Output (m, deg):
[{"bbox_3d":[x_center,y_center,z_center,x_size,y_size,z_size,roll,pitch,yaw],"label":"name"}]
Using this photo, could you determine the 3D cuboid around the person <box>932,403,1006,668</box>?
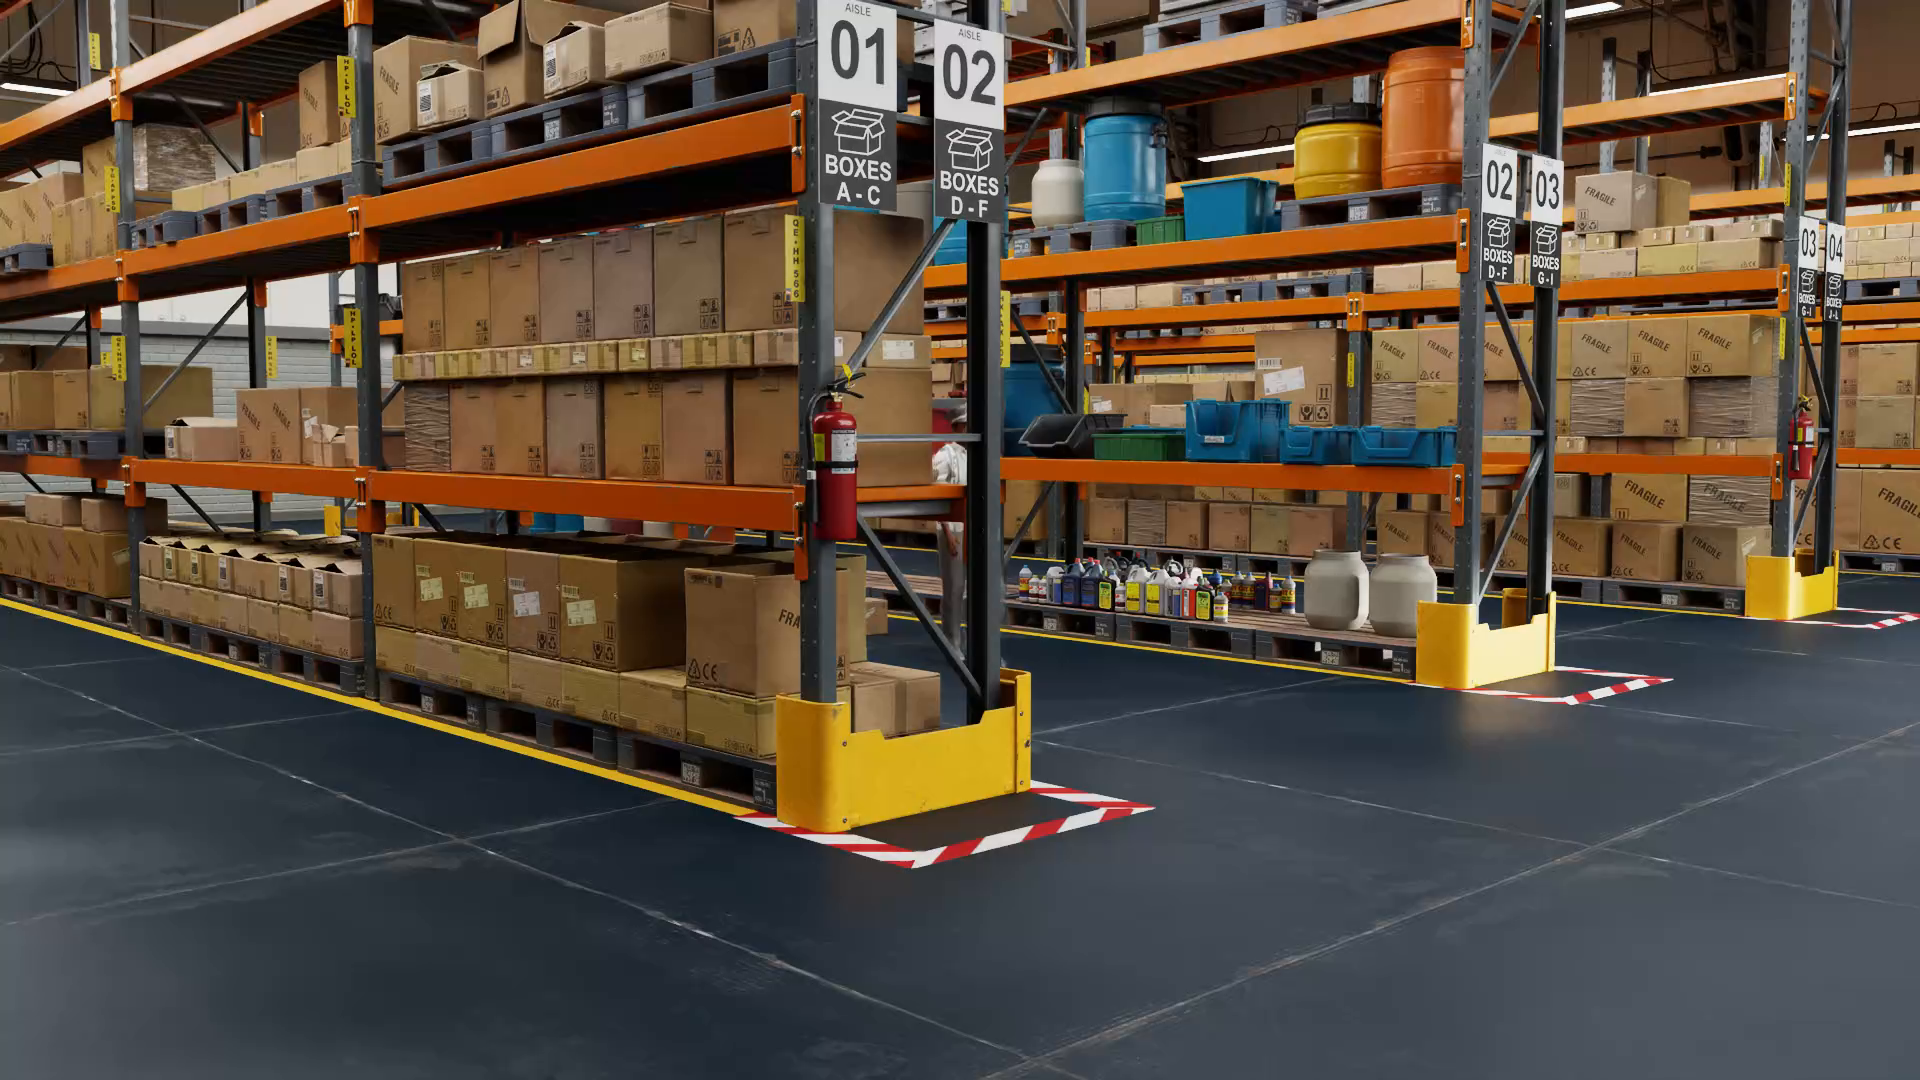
[{"bbox_3d":[0.046,-0.005,10.647,0.456,1.748,0.589,-1,4,-19],"label":"person"}]
